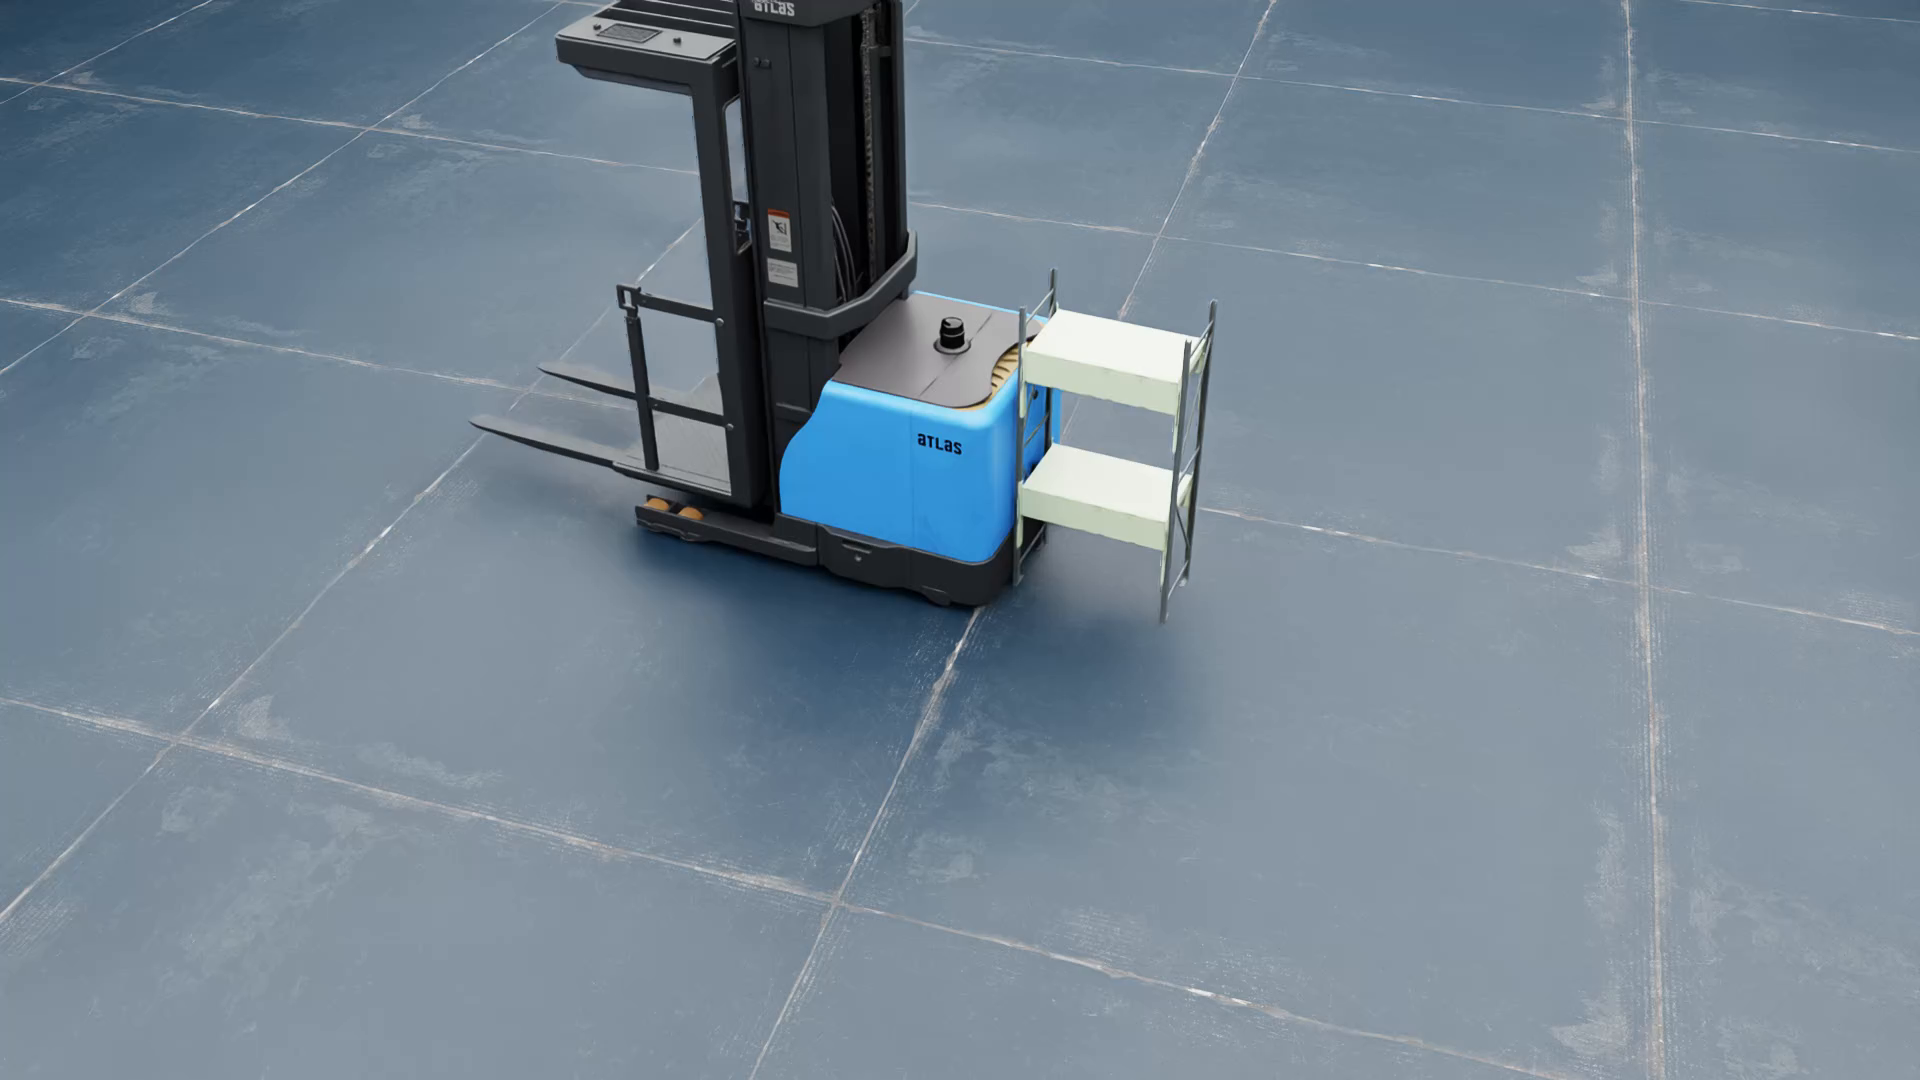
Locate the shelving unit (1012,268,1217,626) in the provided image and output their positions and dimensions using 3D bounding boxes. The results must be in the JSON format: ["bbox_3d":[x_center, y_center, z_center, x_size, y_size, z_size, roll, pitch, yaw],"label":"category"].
[{"bbox_3d":[0.677,-0.403,7.533,0.755,1.500,0.431,15,39,19],"label":"shelving unit"}]

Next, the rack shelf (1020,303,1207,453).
[{"bbox_3d":[0.677,-0.718,7.301,0.720,0.370,0.431,15,39,19],"label":"rack shelf"}]

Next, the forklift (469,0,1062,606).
[{"bbox_3d":[-1.058,-1.444,7.739,3.031,2.935,1.130,15,39,19],"label":"forklift"}]

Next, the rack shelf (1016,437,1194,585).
[{"bbox_3d":[0.677,-0.141,7.726,0.720,0.370,0.431,15,39,19],"label":"rack shelf"}]

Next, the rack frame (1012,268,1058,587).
[{"bbox_3d":[0.342,-0.491,7.651,0.023,1.500,0.400,15,39,19],"label":"rack frame"}]

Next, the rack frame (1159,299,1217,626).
[{"bbox_3d":[1.012,-0.316,7.414,0.023,1.500,0.400,15,39,19],"label":"rack frame"}]
